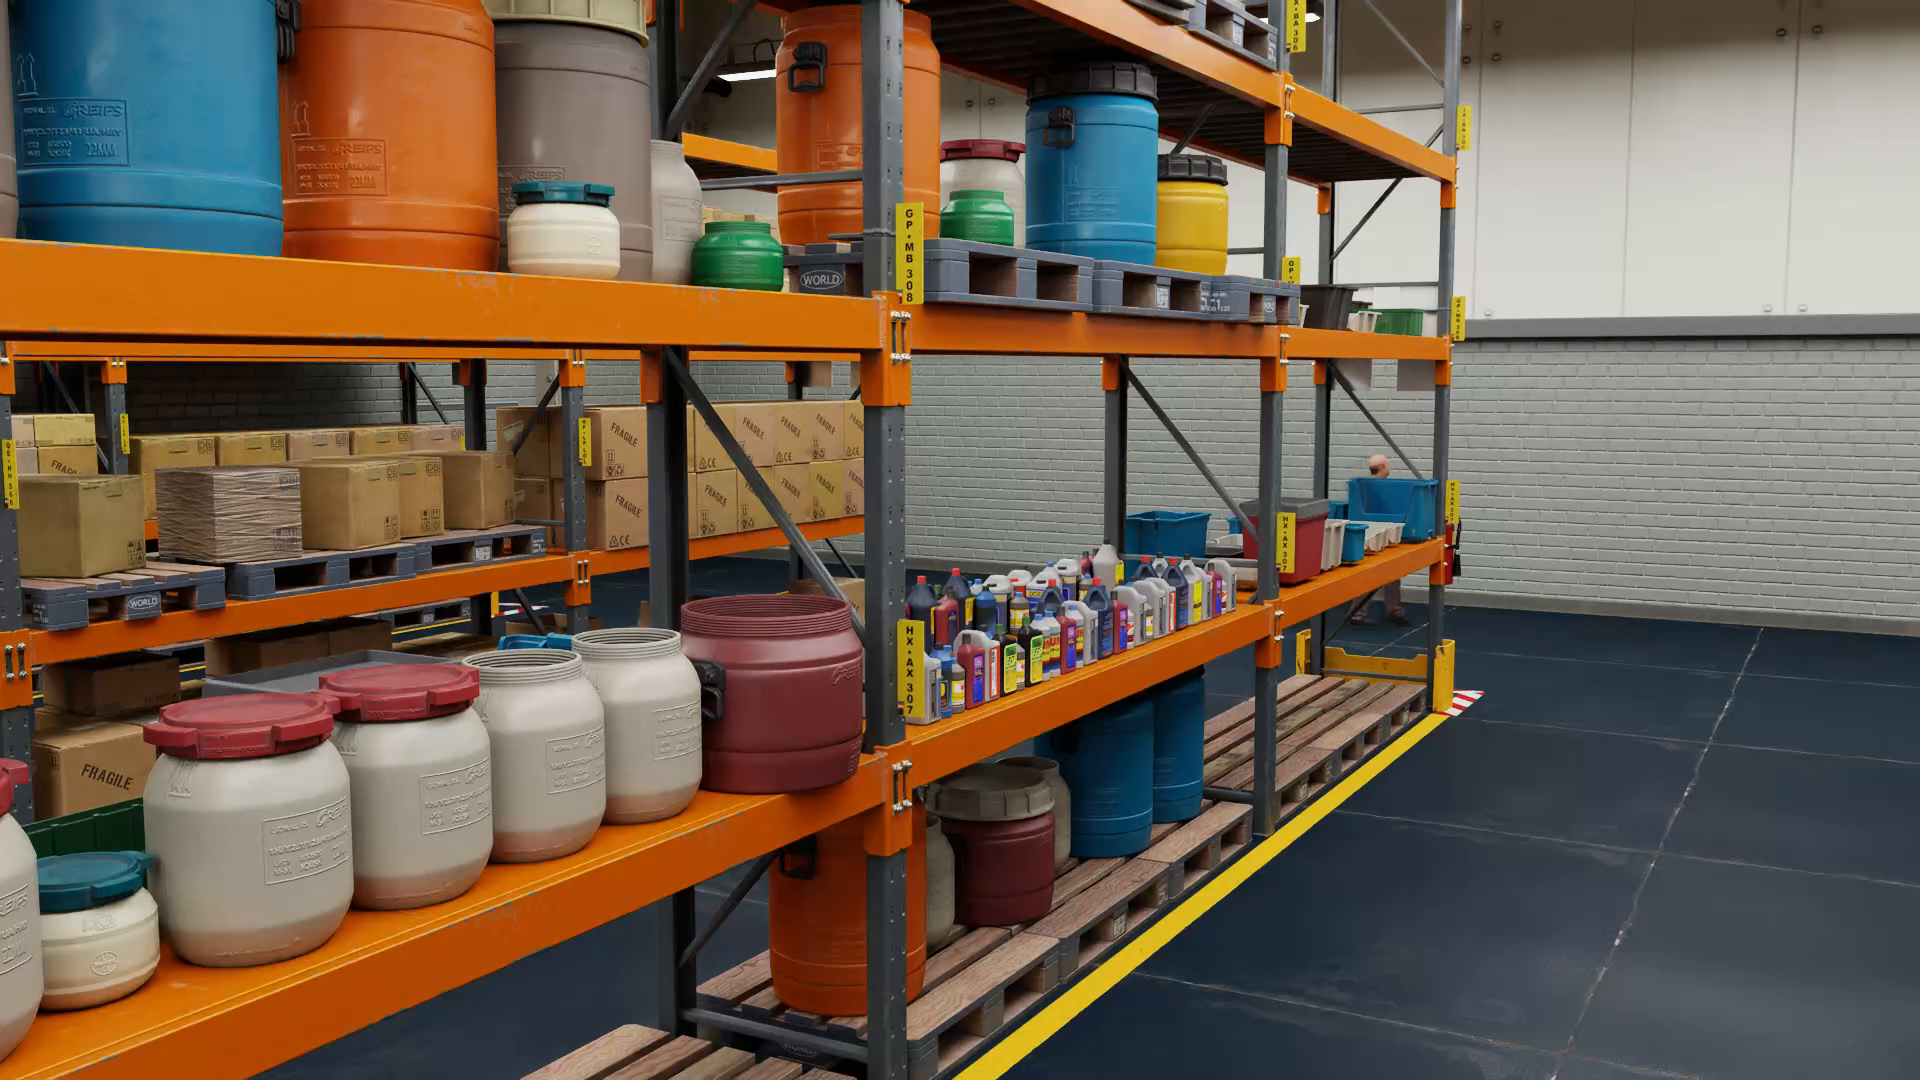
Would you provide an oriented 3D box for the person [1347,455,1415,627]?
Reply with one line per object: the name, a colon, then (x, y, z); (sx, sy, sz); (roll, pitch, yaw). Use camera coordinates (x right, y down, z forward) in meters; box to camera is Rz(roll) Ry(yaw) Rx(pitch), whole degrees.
person: (4.212, 0.039, 16.478); (0.722, 1.769, 0.556); (0, 6, -1)
